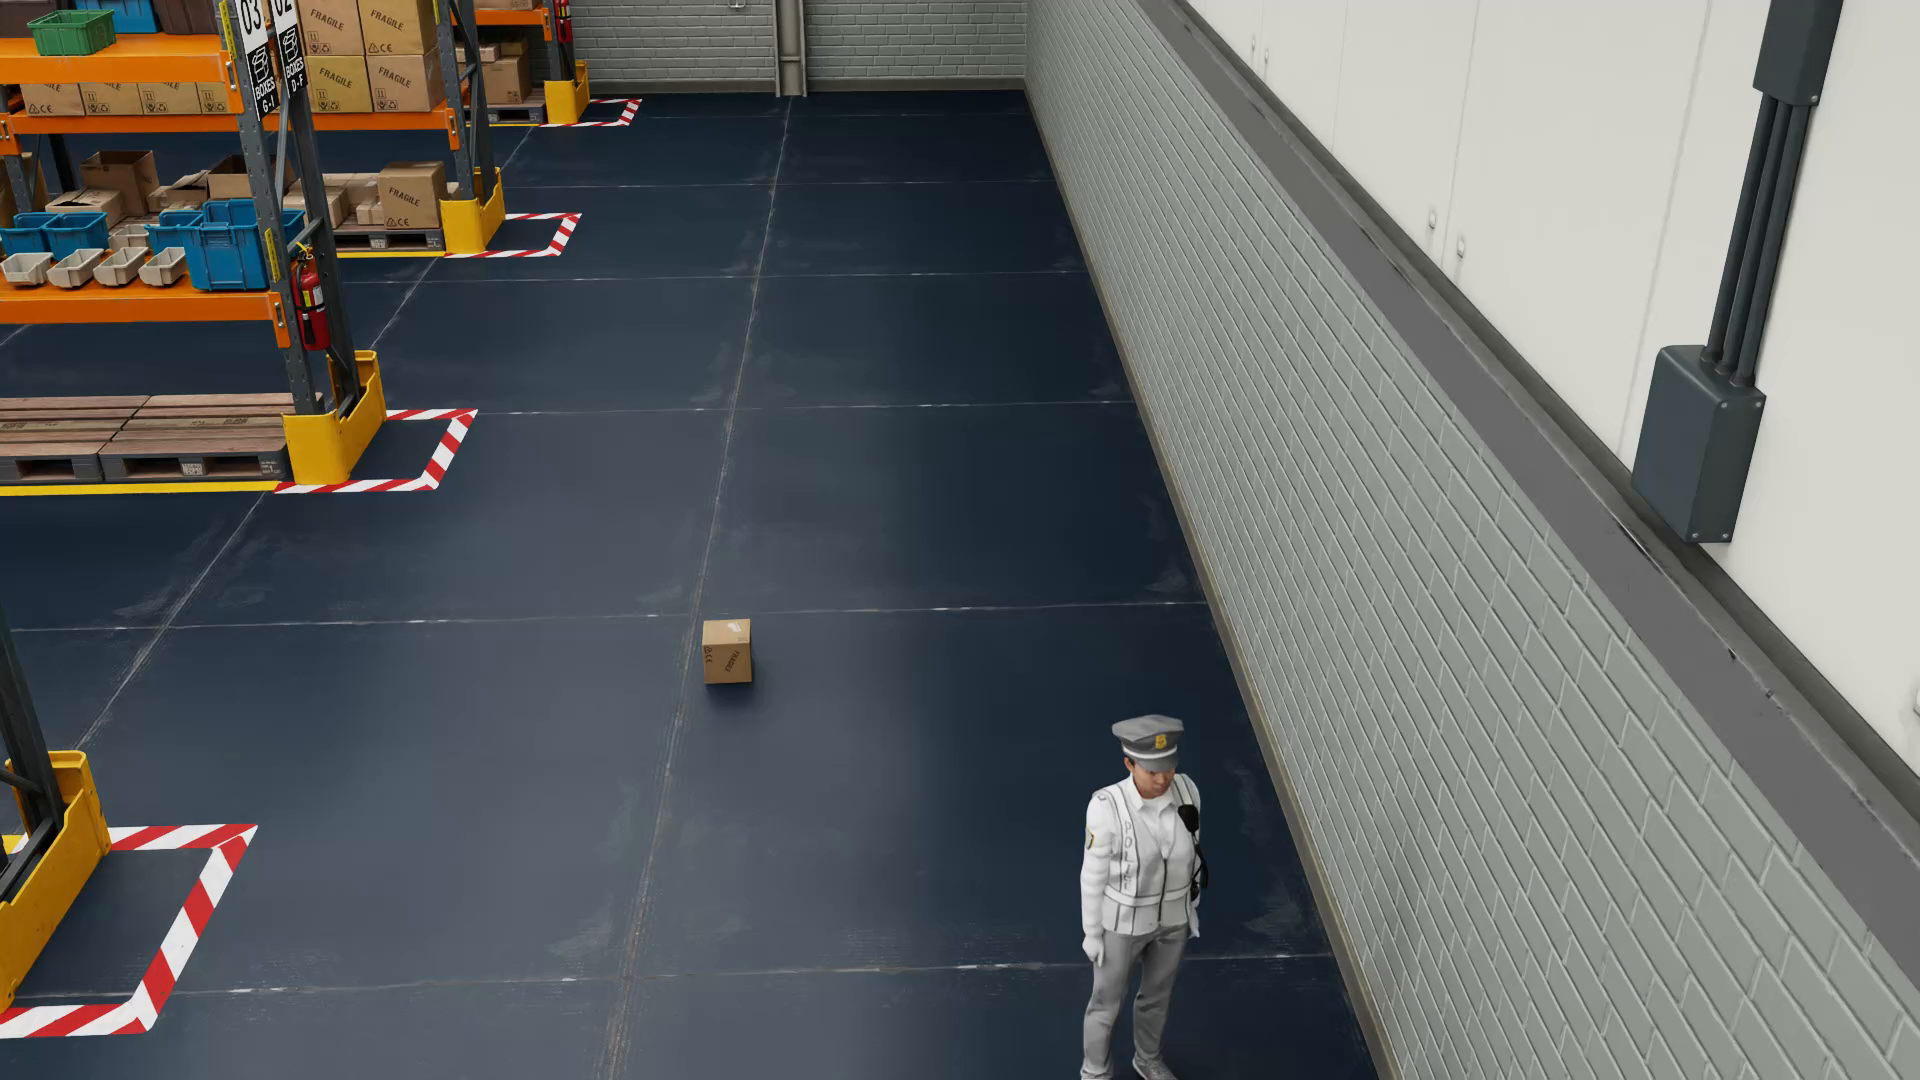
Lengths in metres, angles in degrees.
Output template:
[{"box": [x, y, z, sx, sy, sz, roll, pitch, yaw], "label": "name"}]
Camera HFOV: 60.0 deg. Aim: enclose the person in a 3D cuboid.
[{"box": [0.661, 1.361, 5.991, 0.470, 1.689, 0.342, -10, 29, -19], "label": "person"}]
